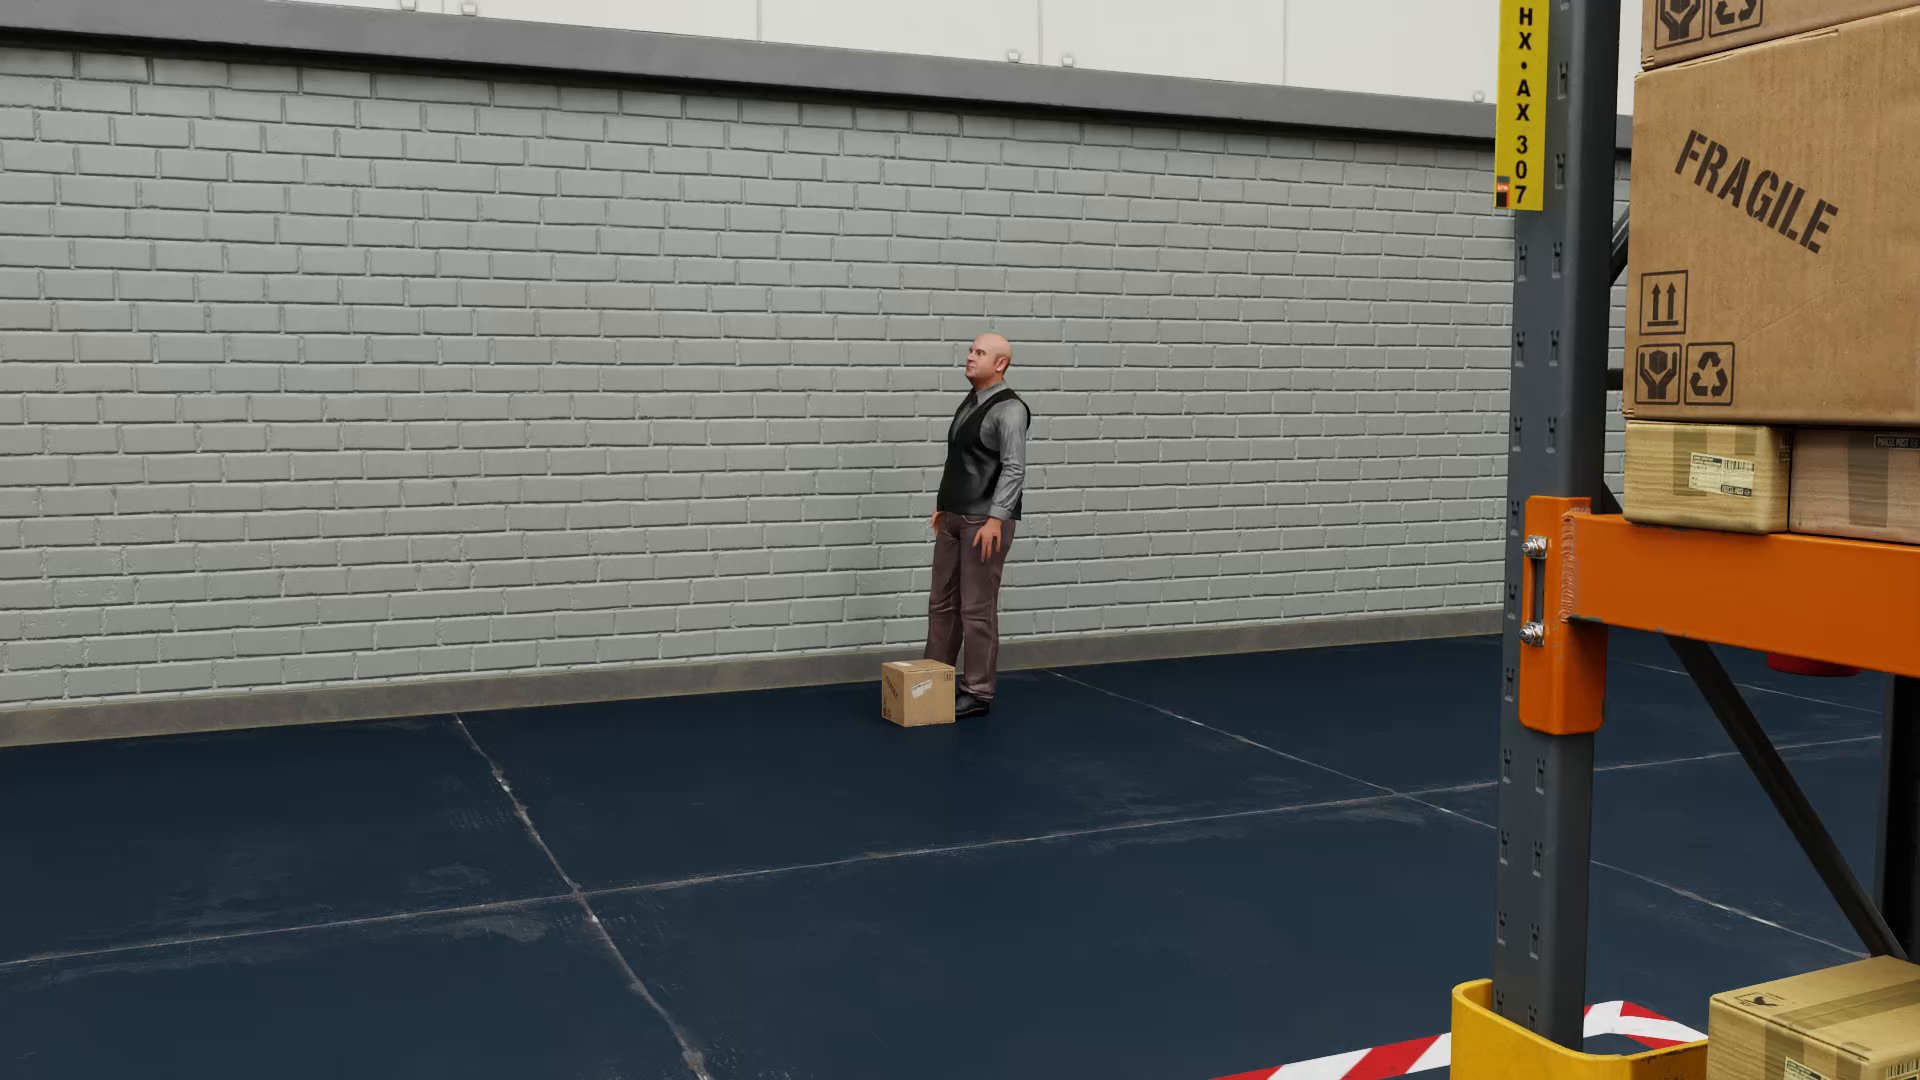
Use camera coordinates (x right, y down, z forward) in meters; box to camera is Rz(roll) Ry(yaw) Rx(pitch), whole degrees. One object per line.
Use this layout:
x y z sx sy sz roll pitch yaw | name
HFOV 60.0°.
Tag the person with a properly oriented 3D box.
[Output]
0.001 -0.067 7.508 0.551 1.721 0.632 -2 6 -24 | person
